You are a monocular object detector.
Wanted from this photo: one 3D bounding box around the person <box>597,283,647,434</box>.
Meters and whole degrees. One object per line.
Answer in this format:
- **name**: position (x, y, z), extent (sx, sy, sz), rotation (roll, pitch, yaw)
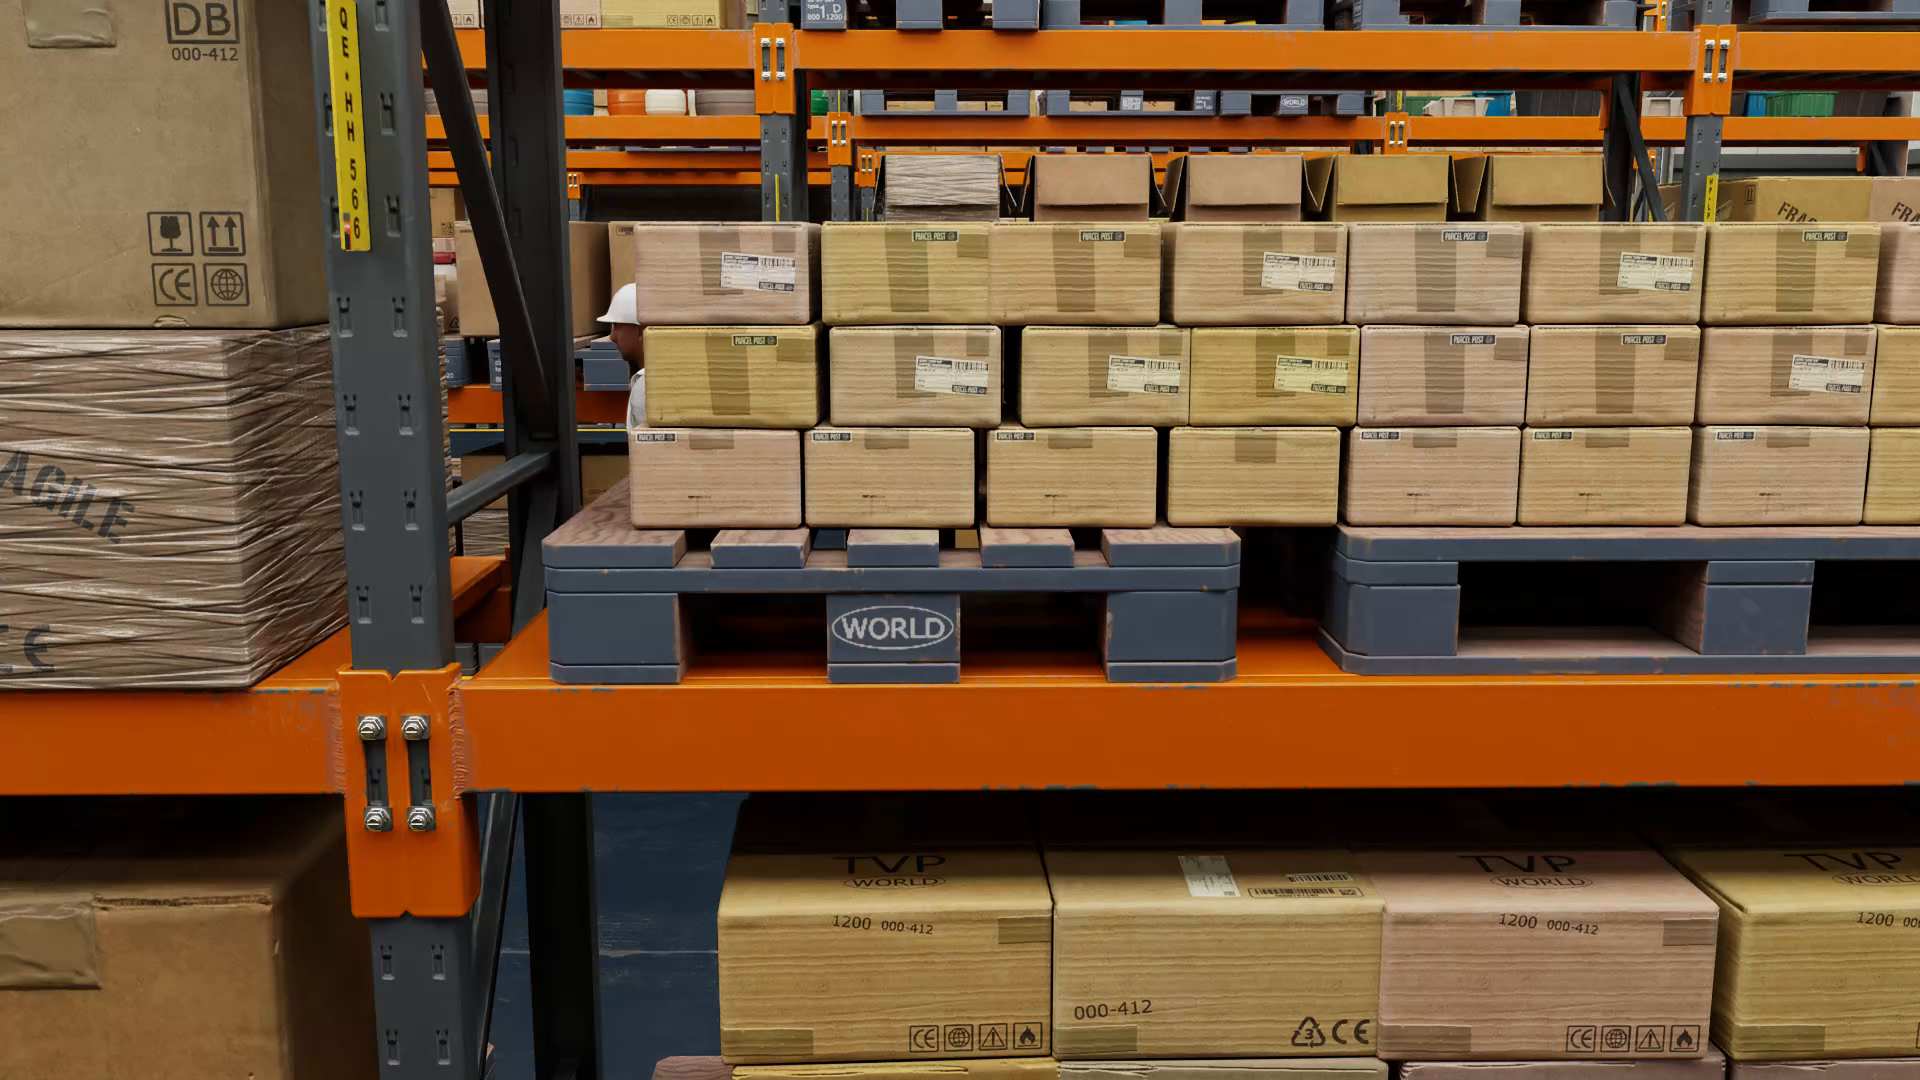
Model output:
- **person**: position (-1.127, -0.086, 6.359), extent (0.452, 1.773, 0.625), rotation (1, 10, 5)
